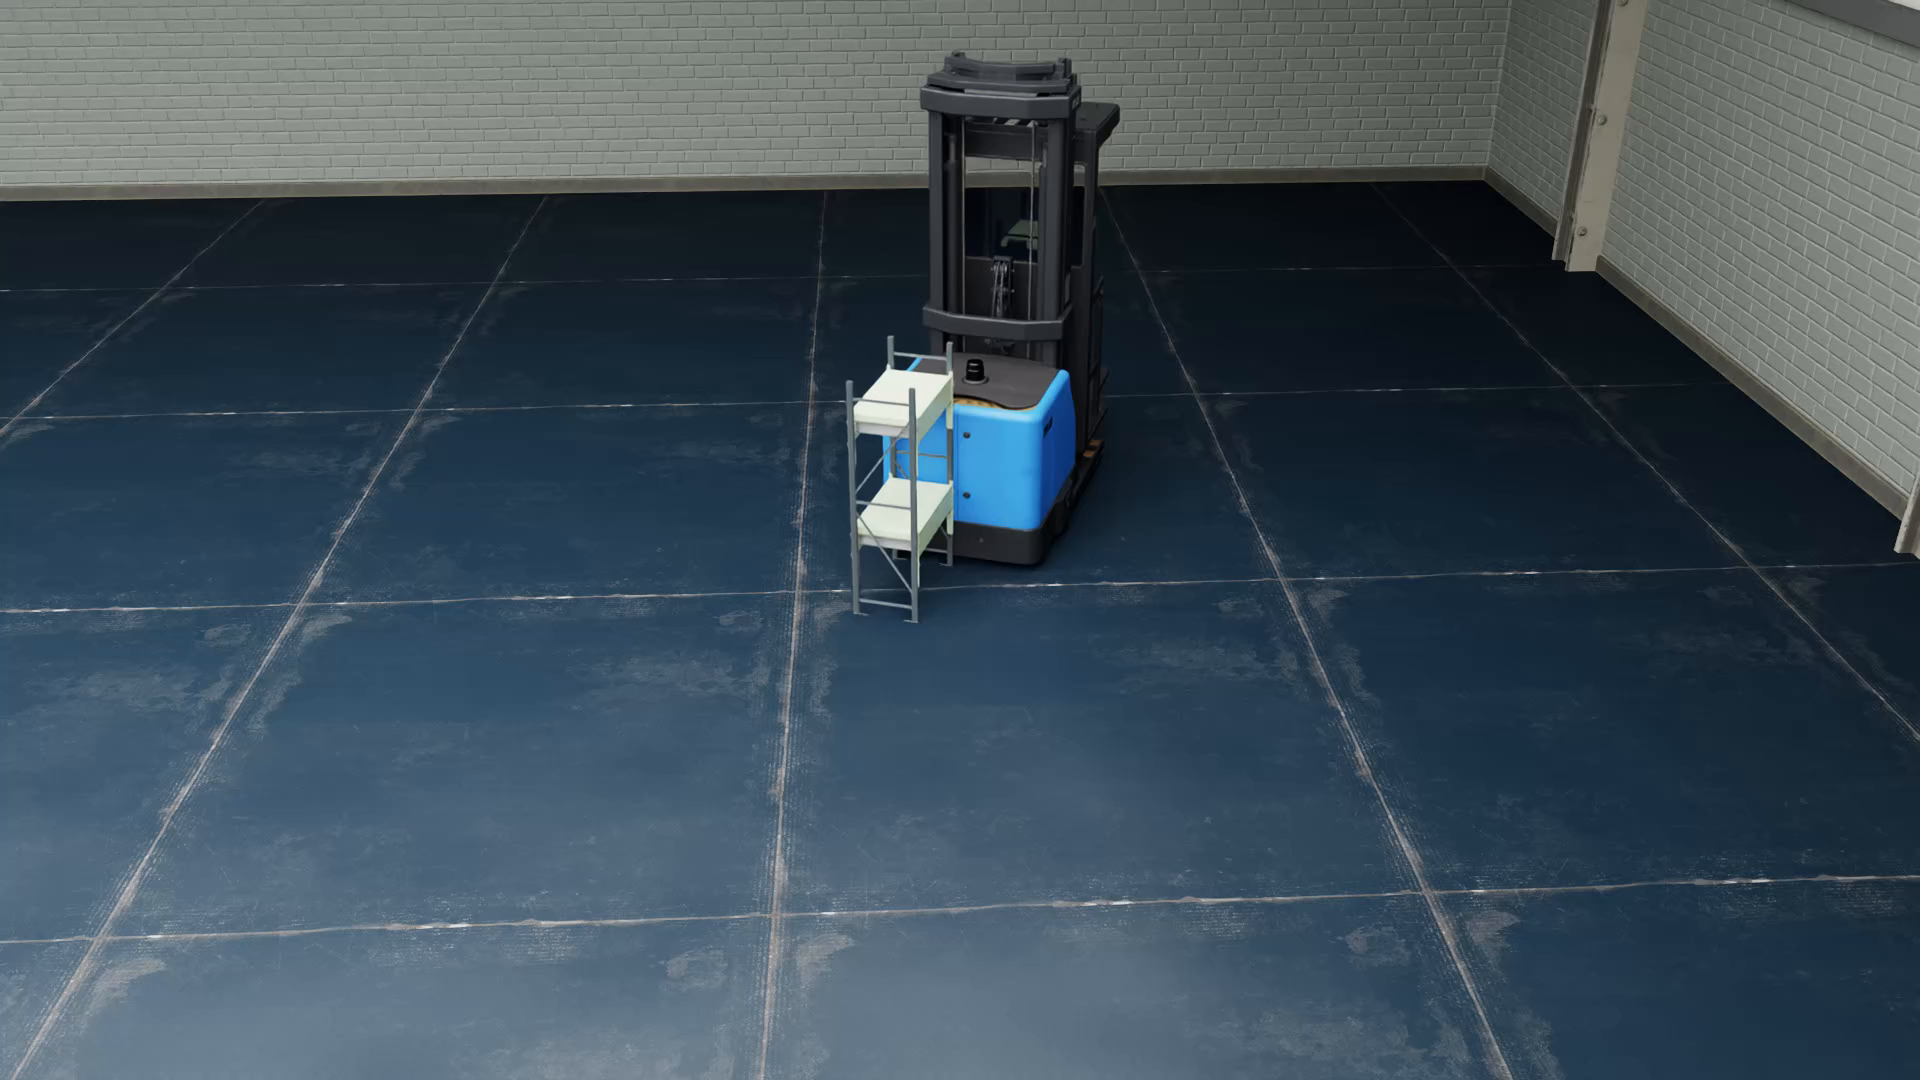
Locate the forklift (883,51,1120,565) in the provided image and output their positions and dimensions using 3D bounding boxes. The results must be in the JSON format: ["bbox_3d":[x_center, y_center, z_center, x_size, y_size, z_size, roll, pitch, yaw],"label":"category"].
[{"bbox_3d":[0.406,-1.809,11.111,1.130,2.935,3.031,8,29,14],"label":"forklift"}]

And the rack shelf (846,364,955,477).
[{"bbox_3d":[-0.339,-0.704,9.696,0.431,0.370,0.720,8,29,14],"label":"rack shelf"}]

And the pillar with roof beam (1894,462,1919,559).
[{"bbox_3d":[1.873,-3.742,8.255,9.100,9.000,0.400,-1,28,-3],"label":"pillar with roof beam"}]

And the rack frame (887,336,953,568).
[{"bbox_3d":[-0.237,-0.521,10.188,0.400,1.500,0.023,8,29,14],"label":"rack frame"}]

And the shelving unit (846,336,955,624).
[{"bbox_3d":[-0.339,-0.358,9.877,0.431,1.500,0.755,8,29,14],"label":"shelving unit"}]

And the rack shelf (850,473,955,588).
[{"bbox_3d":[-0.339,-0.069,10.028,0.431,0.370,0.720,8,29,14],"label":"rack shelf"}]

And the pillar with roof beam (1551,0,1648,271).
[{"bbox_3d":[1.559,-6.513,13.568,9.100,9.000,0.400,-1,28,-3],"label":"pillar with roof beam"}]

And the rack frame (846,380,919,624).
[{"bbox_3d":[-0.441,-0.196,9.565,0.400,1.500,0.023,8,29,14],"label":"rack frame"}]
